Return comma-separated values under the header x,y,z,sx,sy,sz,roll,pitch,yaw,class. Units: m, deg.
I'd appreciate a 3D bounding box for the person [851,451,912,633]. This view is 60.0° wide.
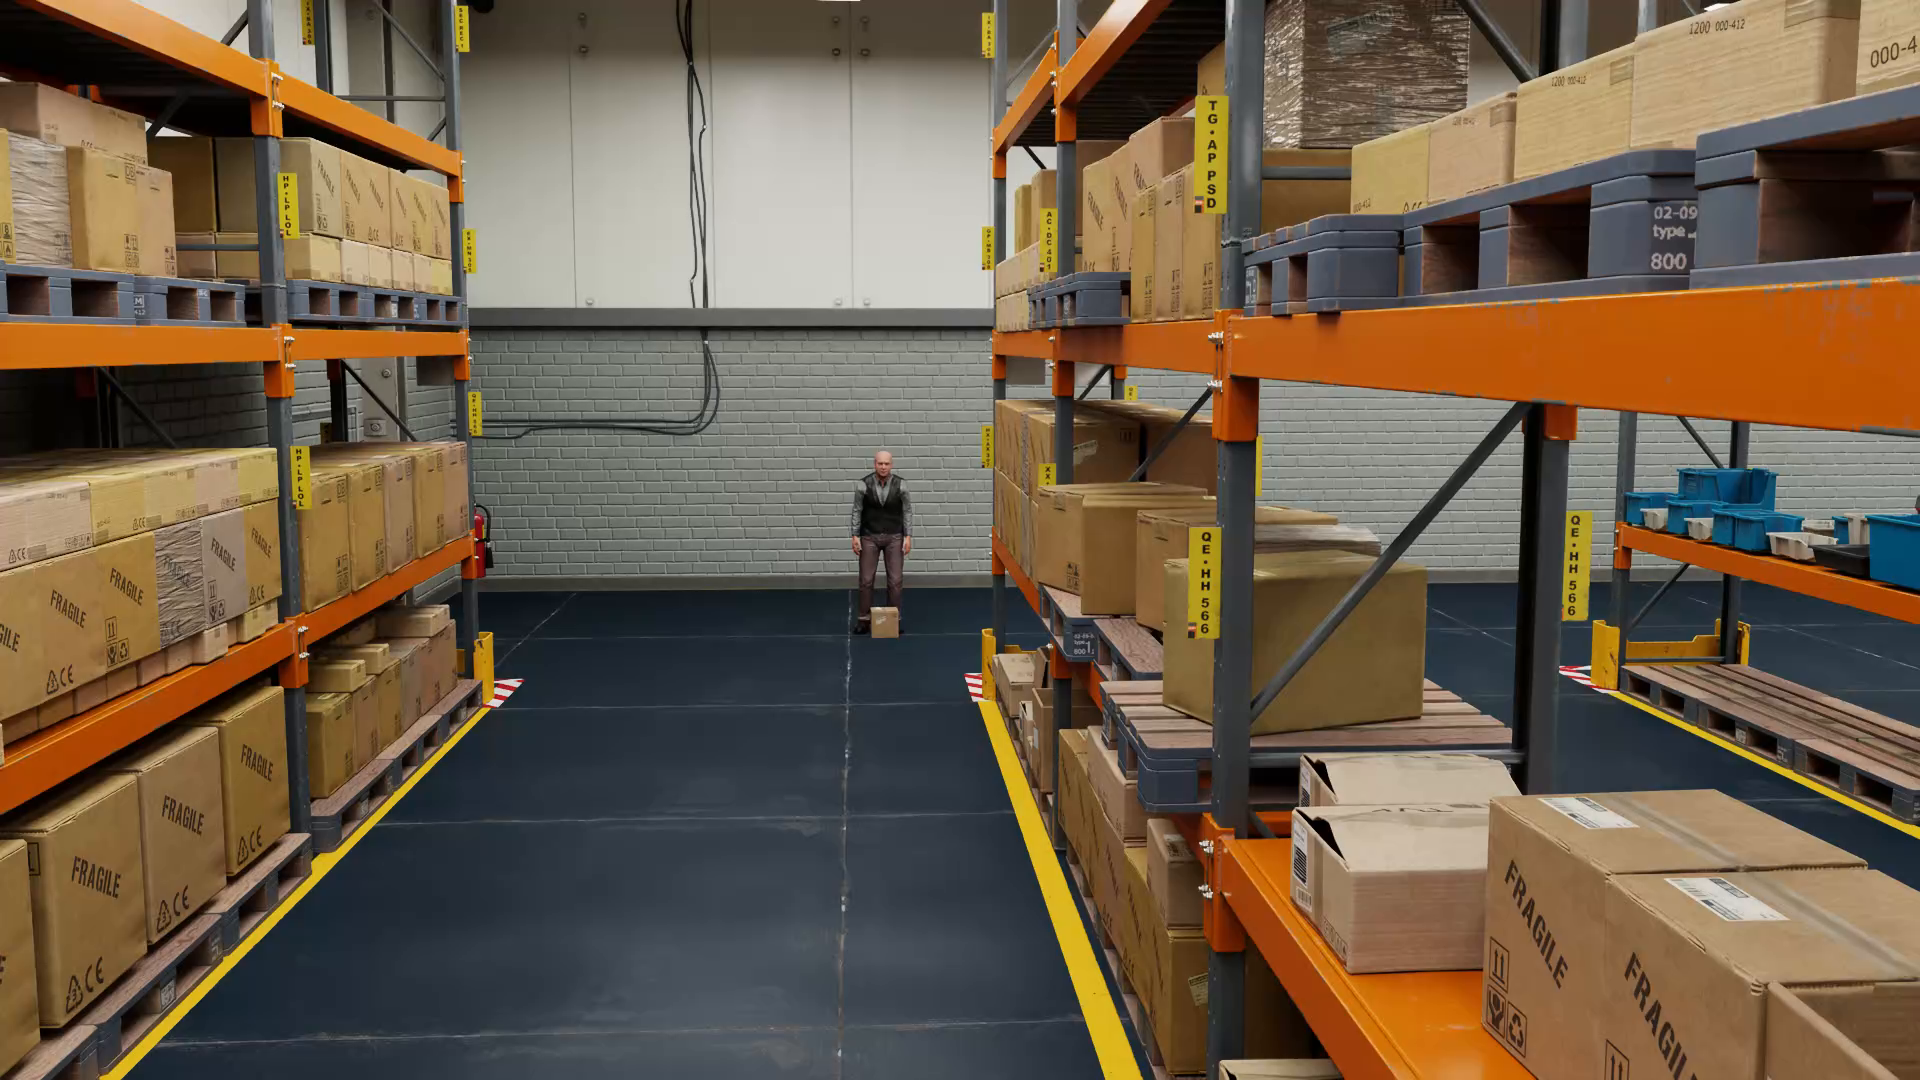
x,y,z,sx,sy,sz,roll,pitch,yaw,class
-0.741,0.009,15.766,0.580,1.721,0.420,0,7,-4,person
